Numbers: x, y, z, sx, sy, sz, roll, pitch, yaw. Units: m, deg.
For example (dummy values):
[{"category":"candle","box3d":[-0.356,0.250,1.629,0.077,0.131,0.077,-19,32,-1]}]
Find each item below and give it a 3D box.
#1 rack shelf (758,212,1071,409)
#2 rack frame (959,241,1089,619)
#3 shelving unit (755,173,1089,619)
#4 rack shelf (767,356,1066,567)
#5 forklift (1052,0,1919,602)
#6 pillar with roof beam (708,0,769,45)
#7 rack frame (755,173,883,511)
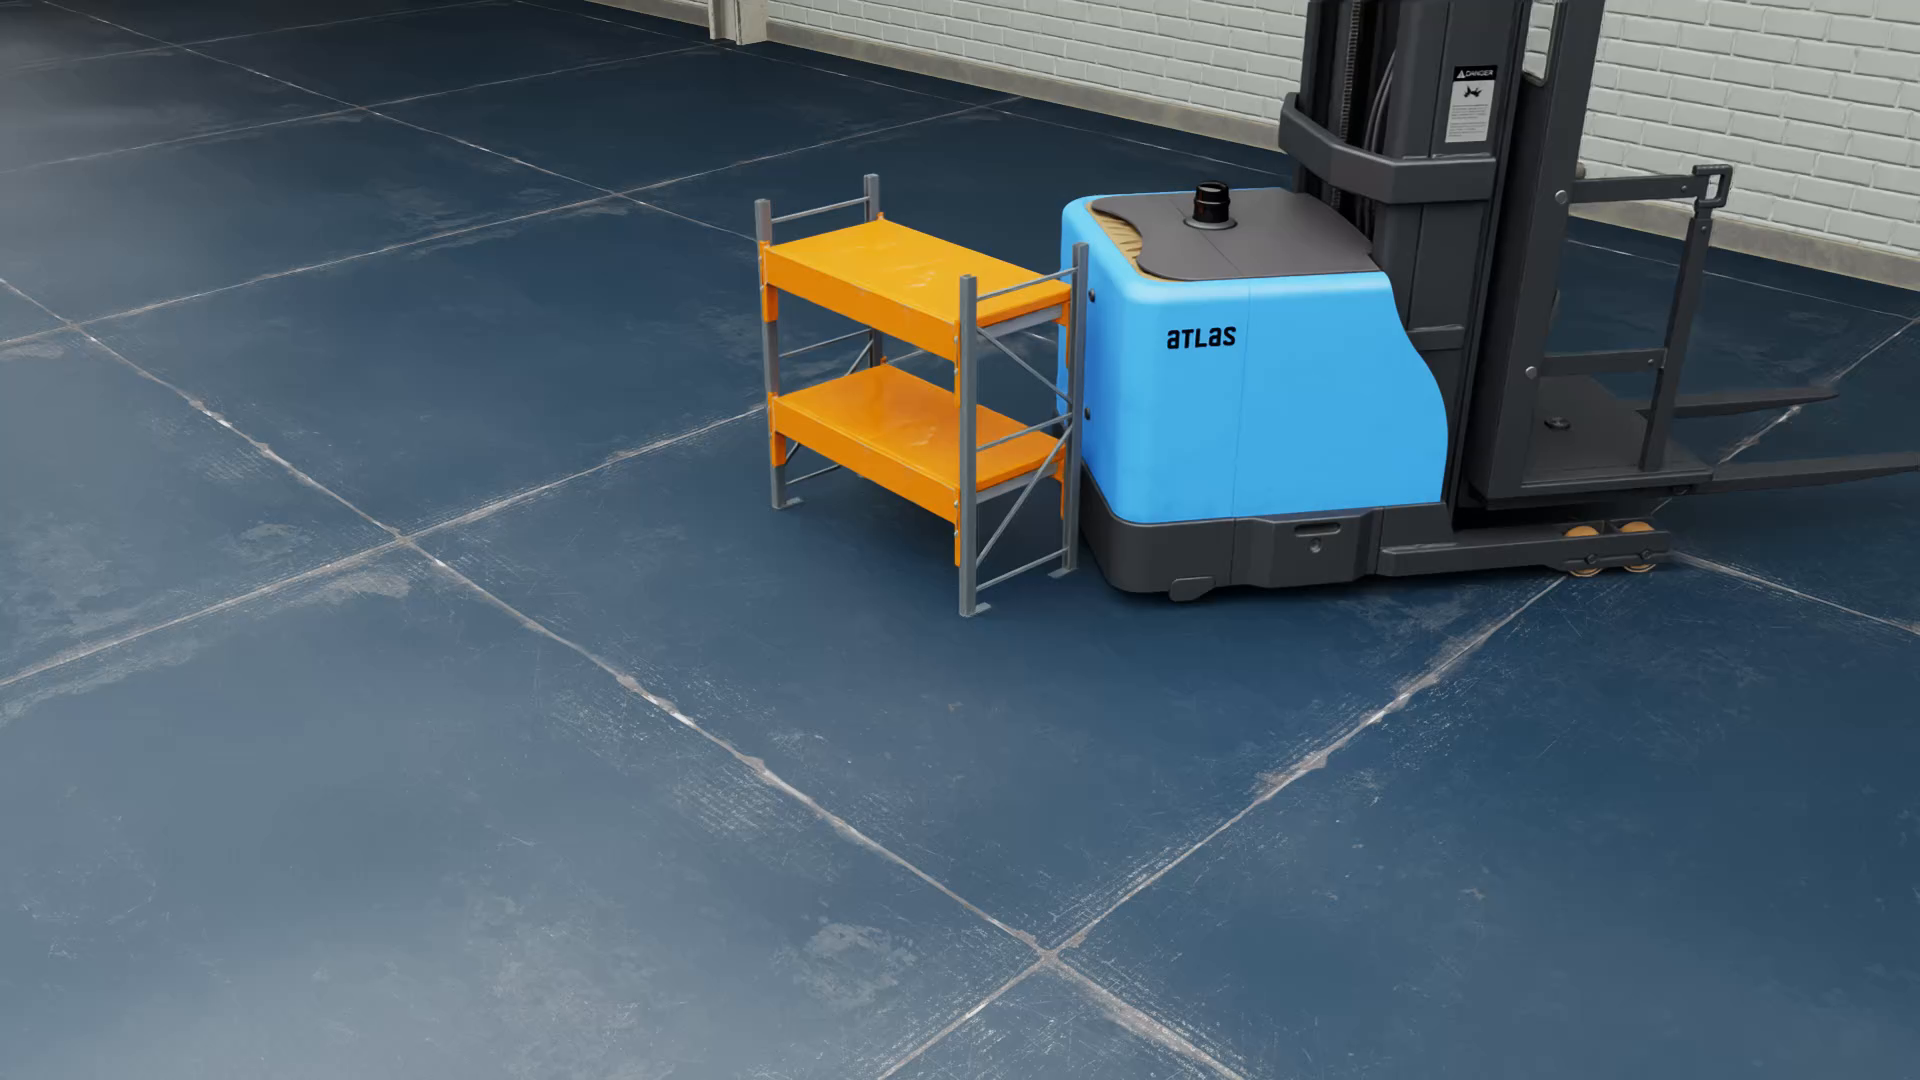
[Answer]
[{"category":"rack shelf","box3d":[-0.140,-0.767,5.371,0.538,0.278,1.000,-22,35,-36]},{"category":"rack frame","box3d":[0.195,-0.330,5.169,0.500,1.125,0.032,-22,35,-36]},{"category":"shelving unit","box3d":[-0.140,-0.508,5.507,0.538,1.125,1.048,-22,35,-36]},{"category":"rack shelf","box3d":[-0.140,-0.291,5.621,0.538,0.278,1.000,-22,35,-36]},{"category":"forklift","box3d":[1.898,-1.413,5.287,3.031,2.935,1.130,-4,28,-8]},{"category":"pillar with roof beam","box3d":[-4.800,-6.612,8.655,0.400,9.000,9.100,25,36,38]},{"category":"rack frame","box3d":[-0.476,-0.686,5.845,0.500,1.125,0.032,-22,35,-36]}]
